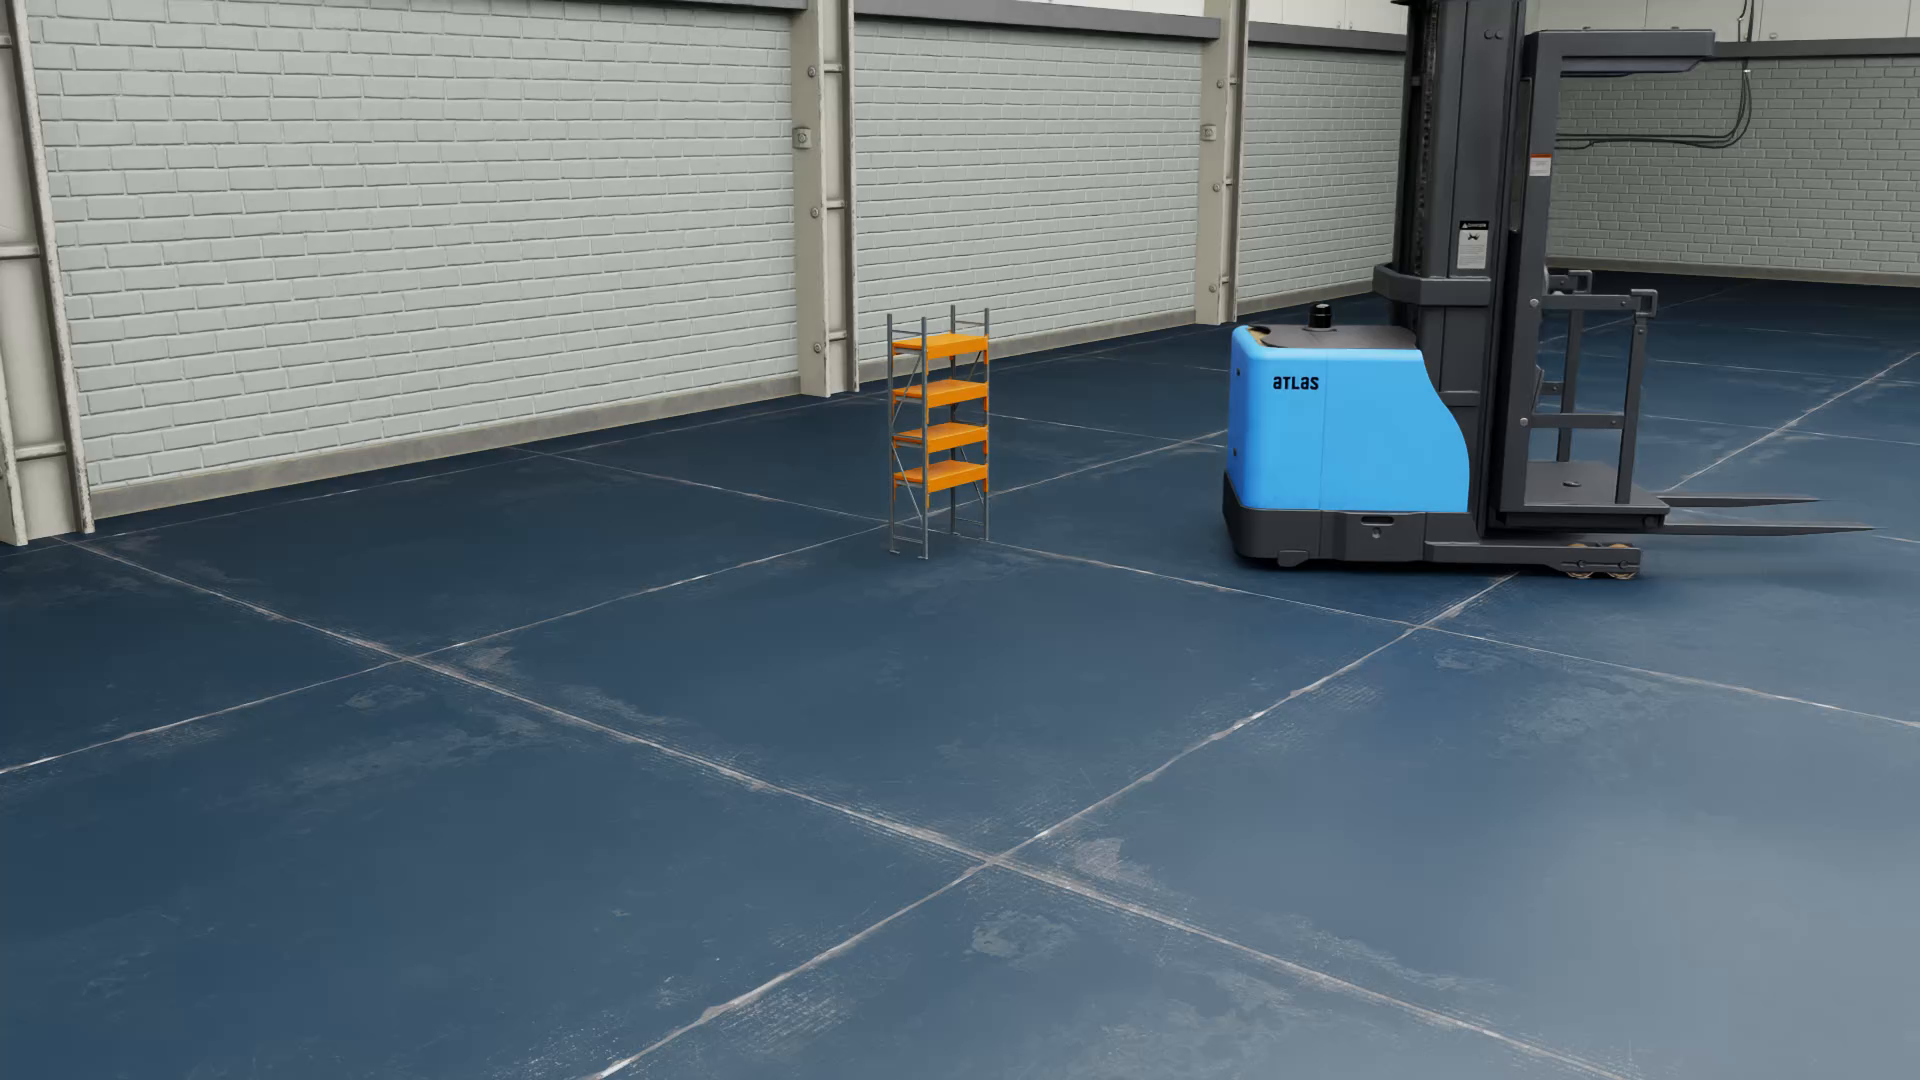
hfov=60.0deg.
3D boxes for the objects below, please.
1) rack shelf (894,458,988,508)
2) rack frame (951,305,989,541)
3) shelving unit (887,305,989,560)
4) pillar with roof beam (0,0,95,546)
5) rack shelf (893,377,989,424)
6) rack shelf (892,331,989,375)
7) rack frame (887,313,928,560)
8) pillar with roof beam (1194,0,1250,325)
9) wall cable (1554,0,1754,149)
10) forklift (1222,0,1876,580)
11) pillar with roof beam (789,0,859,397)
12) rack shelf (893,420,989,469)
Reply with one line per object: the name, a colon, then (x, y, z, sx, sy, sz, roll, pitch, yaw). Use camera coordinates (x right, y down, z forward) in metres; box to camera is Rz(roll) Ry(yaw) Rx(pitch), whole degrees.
rack shelf: (-0.104, -0.292, 8.416, 0.258, 0.148, 0.480, 11, 18, 38)
rack frame: (0.049, -0.597, 8.534, 0.240, 1.200, 0.015, 11, 18, 38)
shelving unit: (-0.104, -0.550, 8.350, 0.258, 1.200, 0.503, 11, 18, 38)
pillar with roof beam: (-1.468, -3.726, 5.012, 9.100, 9.000, 0.400, 11, 18, 38)
rack shelf: (-0.104, -0.701, 8.312, 0.258, 0.148, 0.480, 11, 18, 38)
rack shelf: (-0.104, -0.931, 8.254, 0.258, 0.148, 0.480, 11, 18, 38)
rack frame: (-0.257, -0.503, 8.166, 0.240, 1.200, 0.015, 11, 18, 38)
pillar with roof beam: (6.074, -6.024, 14.058, 9.100, 9.000, 0.400, 11, 18, 38)
wall cable: (9.377, -6.694, 23.001, 3.097, 2.526, 0.112, 11, 18, 38)
forklift: (2.890, -1.369, 8.059, 3.031, 2.935, 1.130, 1, 14, 4)
pillar with roof beam: (2.303, -4.875, 9.535, 9.100, 9.000, 0.400, 11, 18, 38)
rack shelf: (-0.104, -0.485, 8.367, 0.258, 0.148, 0.480, 11, 18, 38)
